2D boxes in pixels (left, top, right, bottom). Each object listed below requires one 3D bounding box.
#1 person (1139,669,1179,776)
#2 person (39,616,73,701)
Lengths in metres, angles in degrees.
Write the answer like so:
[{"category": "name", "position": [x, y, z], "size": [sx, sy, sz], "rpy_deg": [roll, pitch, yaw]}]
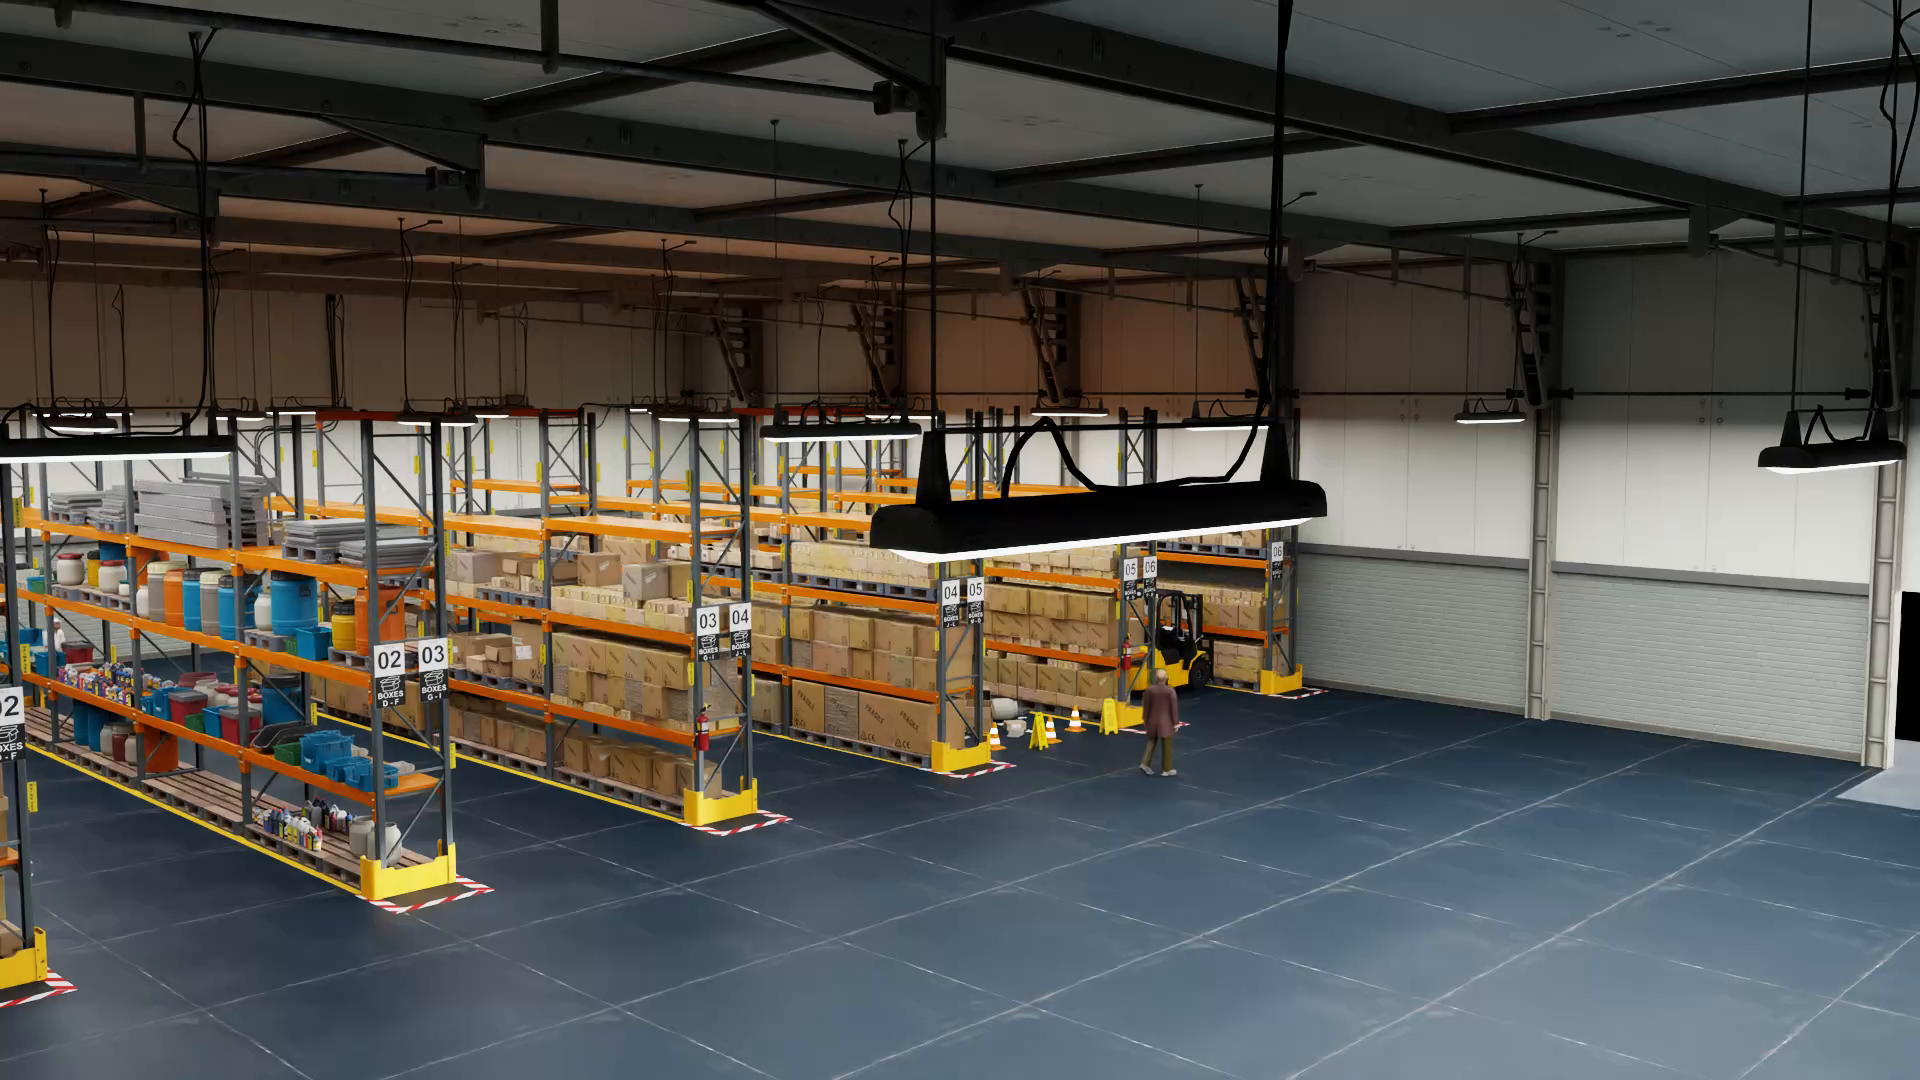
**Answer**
[{"category": "person", "position": [3.315, 3.023, 27.520], "size": [0.661, 1.799, 0.596], "rpy_deg": [3, 6, 33]}, {"category": "person", "position": [-18.529, 2.433, 34.091], "size": [1.082, 1.739, 0.548], "rpy_deg": [2, 5, 21]}]
